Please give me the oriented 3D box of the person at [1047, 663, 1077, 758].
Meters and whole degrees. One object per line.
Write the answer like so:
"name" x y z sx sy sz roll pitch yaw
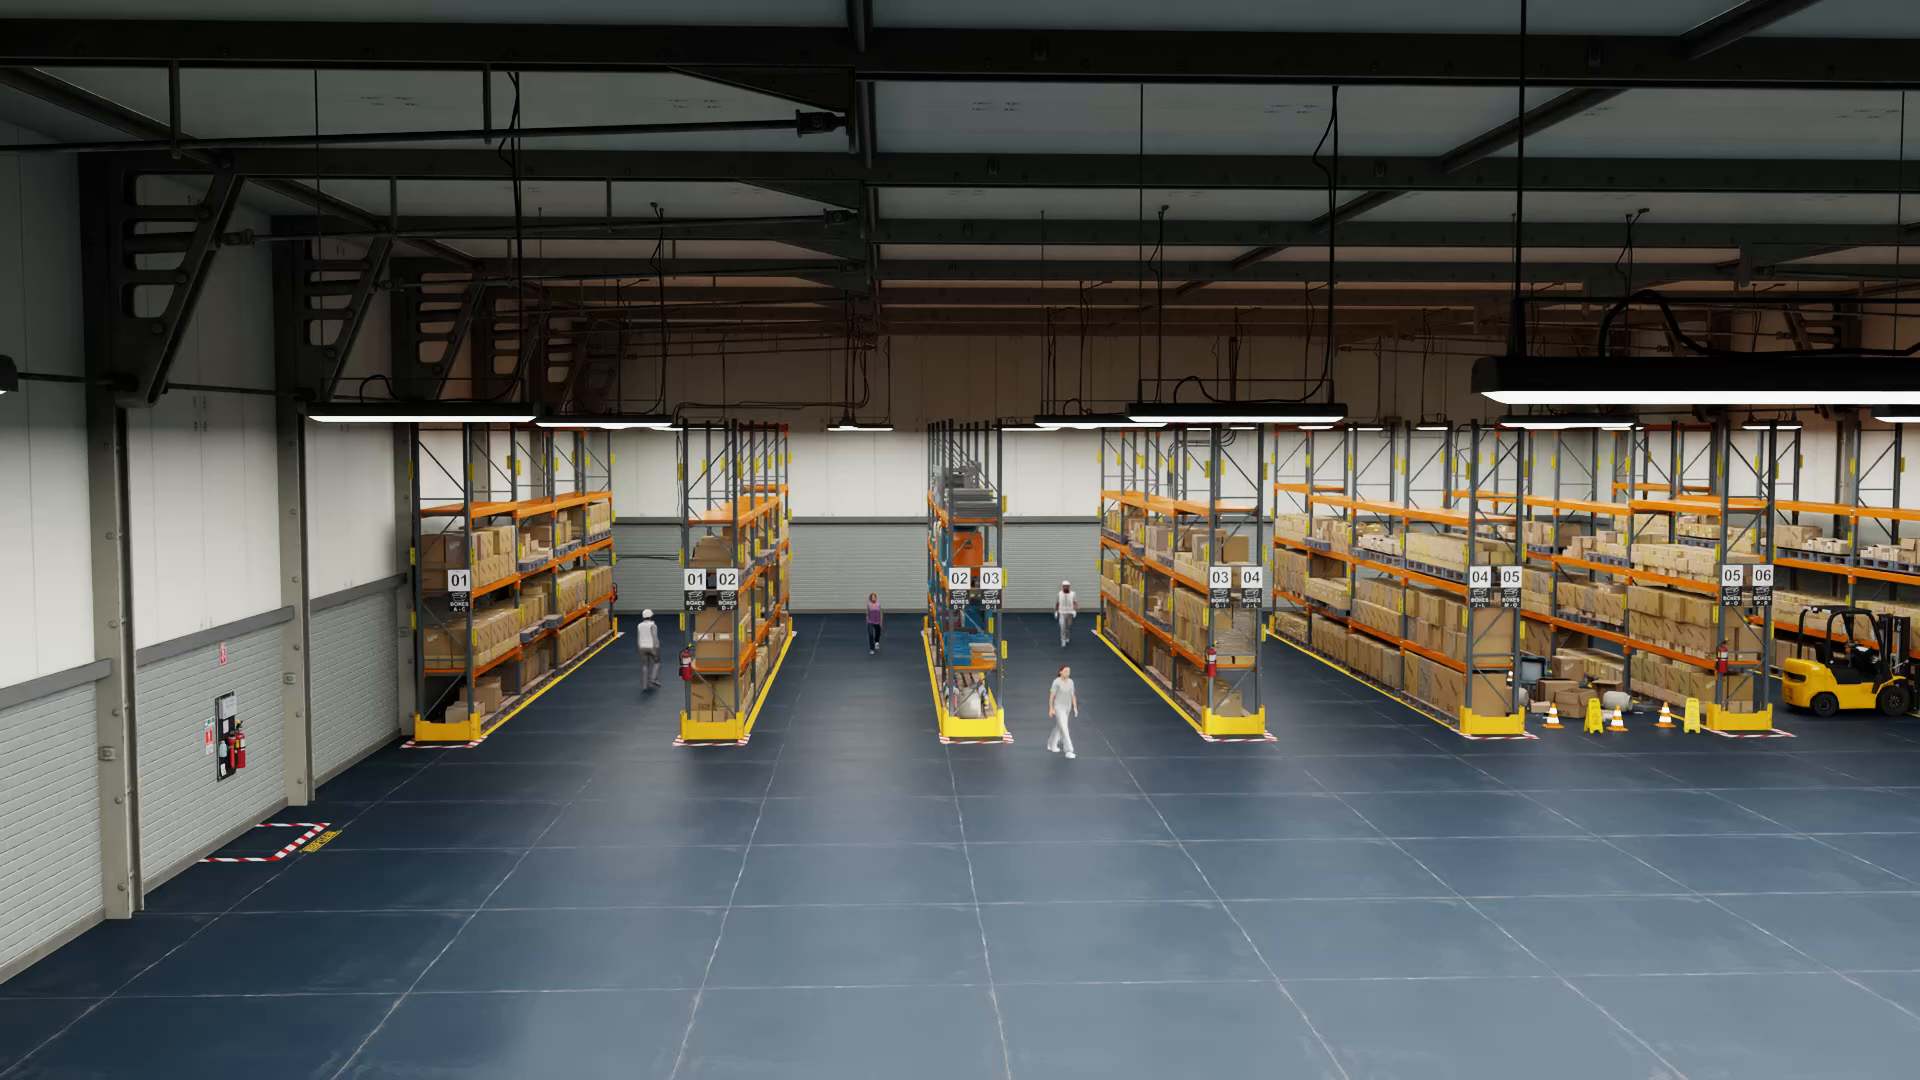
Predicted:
"person" 1.848 2.997 29.459 0.483 1.617 0.973 -3 5 -41

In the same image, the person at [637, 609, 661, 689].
"person" -7.012 2.438 37.363 0.548 1.761 0.539 0 4 7

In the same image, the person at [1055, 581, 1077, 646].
"person" 2.884 1.963 44.753 0.569 1.713 1.054 0 4 -7

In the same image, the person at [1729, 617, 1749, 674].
"person" 17.024 2.537 36.176 0.544 1.781 0.602 0 4 -8

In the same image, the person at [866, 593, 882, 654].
"person" -2.234 2.155 43.334 0.421 1.561 0.768 0 4 -4
